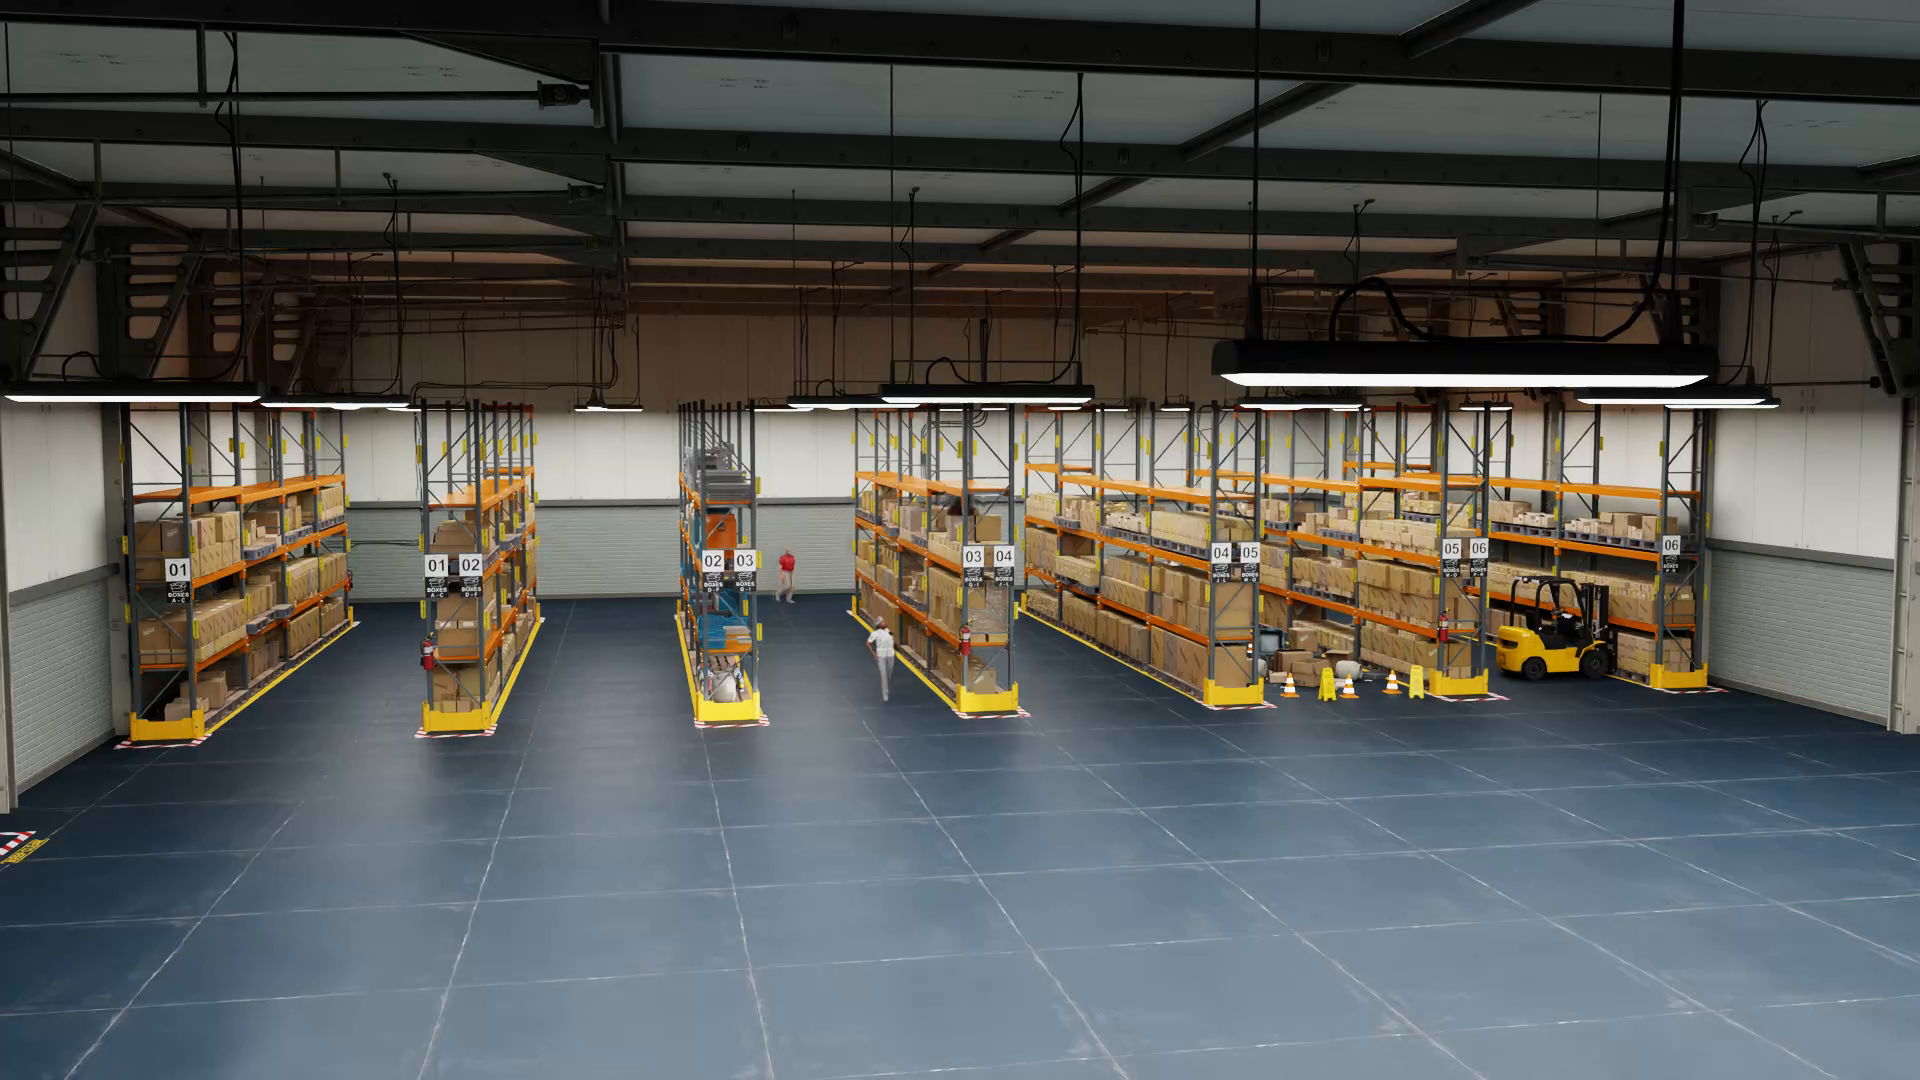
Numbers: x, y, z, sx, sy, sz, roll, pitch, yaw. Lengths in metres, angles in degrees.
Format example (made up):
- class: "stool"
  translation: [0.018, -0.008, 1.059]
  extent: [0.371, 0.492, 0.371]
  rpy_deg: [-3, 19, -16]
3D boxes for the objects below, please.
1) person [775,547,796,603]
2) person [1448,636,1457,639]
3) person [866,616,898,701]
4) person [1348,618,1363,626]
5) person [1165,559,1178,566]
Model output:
- class: "person"
  translation: [-5.262, 1.059, 50.396]
  extent: [0.604, 1.705, 0.547]
  rpy_deg: [2, 5, 25]
- class: "person"
  translation: [11.315, 2.023, 38.256]
  extent: [0.362, 1.673, 0.550]
  rpy_deg: [2, 5, 20]
- class: "person"
  translation: [-1.558, 2.346, 33.388]
  extent: [0.623, 1.636, 1.028]
  rpy_deg: [-1, 4, -10]
- class: "person"
  translation: [10.730, 1.428, 45.074]
  extent: [0.373, 1.784, 0.615]
  rpy_deg: [-1, 4, -7]
- class: "person"
  translation: [5.923, 1.283, 47.351]
  extent: [0.465, 1.818, 0.617]
  rpy_deg: [-2, 5, -22]
